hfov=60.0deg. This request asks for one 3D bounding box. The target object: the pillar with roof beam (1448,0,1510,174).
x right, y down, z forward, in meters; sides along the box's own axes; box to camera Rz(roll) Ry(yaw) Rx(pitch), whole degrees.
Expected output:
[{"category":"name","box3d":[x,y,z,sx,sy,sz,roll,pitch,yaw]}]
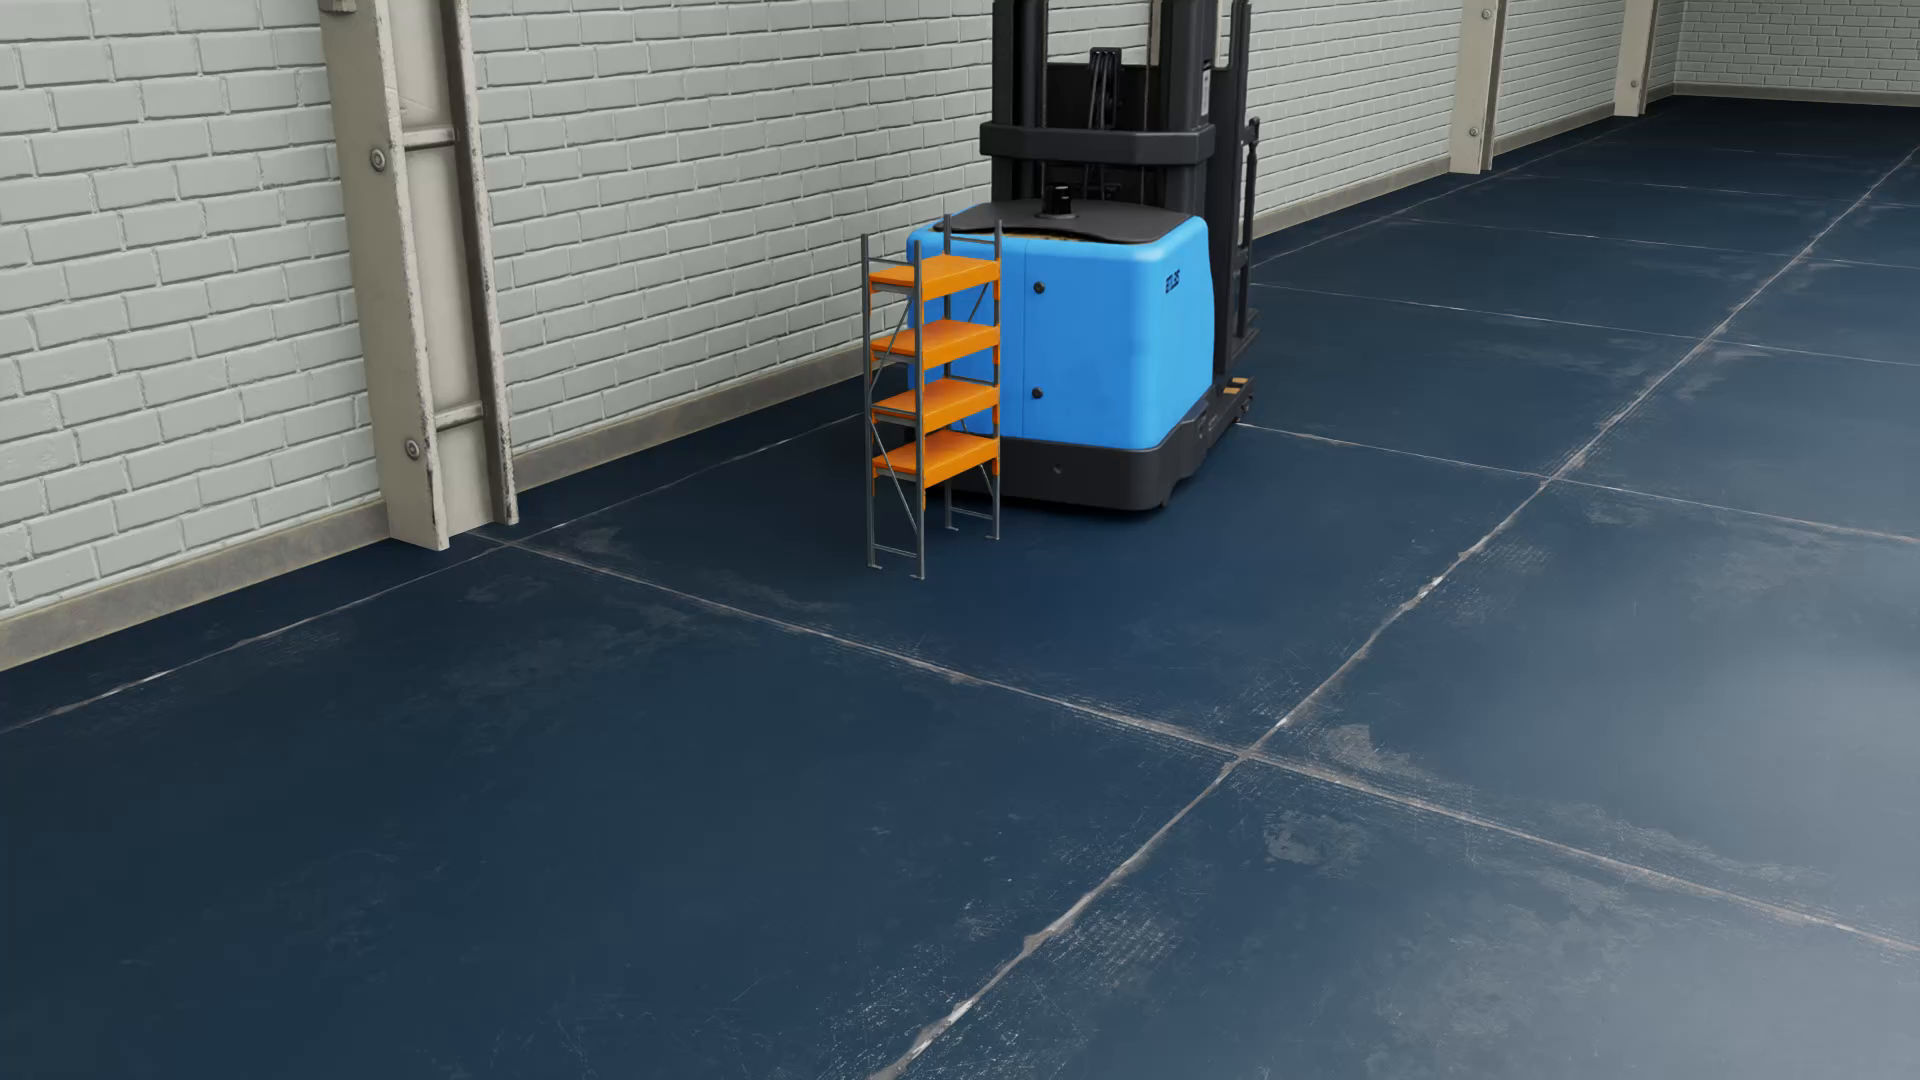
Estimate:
[{"category":"pillar with roof beam","box3d":[8.360,-6.869,11.864,9.100,9.000,0.400,13,24,32]}]

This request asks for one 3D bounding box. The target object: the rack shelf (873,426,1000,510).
[{"category":"rack shelf","box3d":[-0.093,-0.266,6.021,0.258,0.148,0.480,13,24,32]}]

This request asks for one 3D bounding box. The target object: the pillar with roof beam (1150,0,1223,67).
[{"category":"pillar with roof beam","box3d":[4.987,-5.148,7.210,9.100,9.000,0.400,13,24,32]}]

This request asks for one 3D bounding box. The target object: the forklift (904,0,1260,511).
[{"category":"forklift","box3d":[0.766,-1.963,7.348,1.130,2.935,3.031,7,22,19]}]

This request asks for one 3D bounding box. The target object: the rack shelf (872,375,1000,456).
[{"category":"rack shelf","box3d":[-0.093,-0.452,5.952,0.258,0.148,0.480,13,24,32]}]

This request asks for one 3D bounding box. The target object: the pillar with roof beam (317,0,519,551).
[{"category":"pillar with roof beam","box3d":[1.614,-3.426,2.556,9.100,9.000,0.400,13,24,32]}]

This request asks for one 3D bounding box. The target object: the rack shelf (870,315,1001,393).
[{"category":"rack shelf","box3d":[-0.093,-0.662,5.874,0.258,0.148,0.480,13,24,32]}]

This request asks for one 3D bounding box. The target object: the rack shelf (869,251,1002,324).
[{"category":"rack shelf","box3d":[-0.093,-0.884,5.792,0.258,0.148,0.480,13,24,32]}]

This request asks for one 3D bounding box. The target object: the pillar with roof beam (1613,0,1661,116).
[{"category":"pillar with roof beam","box3d":[11.733,-8.591,16.518,9.100,9.000,0.400,13,24,32]}]

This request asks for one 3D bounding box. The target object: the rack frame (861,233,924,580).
[{"category":"rack frame","box3d":[-0.230,-0.445,5.739,0.240,1.200,0.015,13,24,32]}]

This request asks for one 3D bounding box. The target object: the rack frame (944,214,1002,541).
[{"category":"rack frame","box3d":[0.044,-0.585,6.118,0.240,1.200,0.015,13,24,32]}]

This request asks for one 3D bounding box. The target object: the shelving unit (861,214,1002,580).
[{"category":"shelving unit","box3d":[-0.093,-0.515,5.928,0.258,1.200,0.503,13,24,32]}]
